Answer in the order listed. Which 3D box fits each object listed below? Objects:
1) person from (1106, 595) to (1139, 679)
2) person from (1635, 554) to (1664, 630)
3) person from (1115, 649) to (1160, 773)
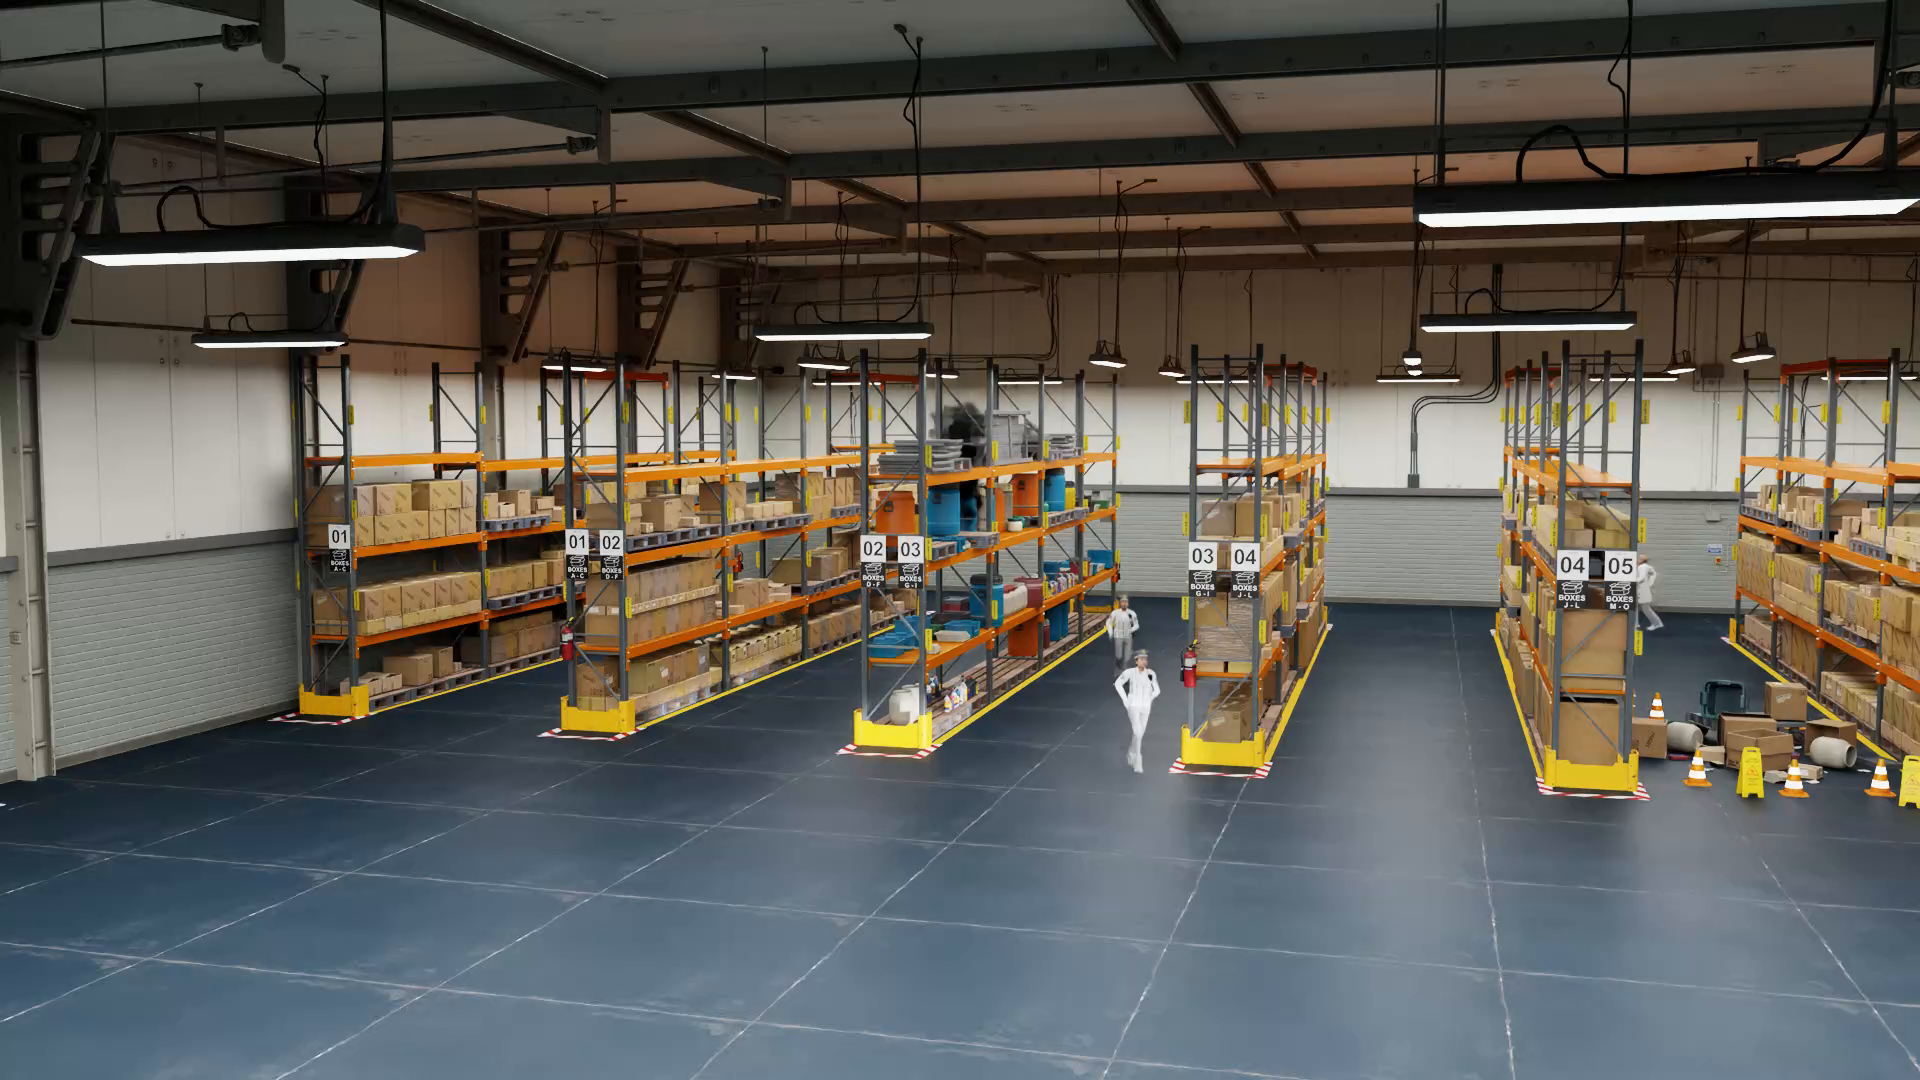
[{"bbox_3d":[3.044,1.846,31.008,0.599,1.651,0.560,0,4,1],"label":"person"},{"bbox_3d":[15.807,1.250,38.407,0.875,1.842,0.695,2,5,23],"label":"person"},{"bbox_3d":[2.545,2.406,23.556,0.604,1.745,0.650,-1,4,-17],"label":"person"}]
